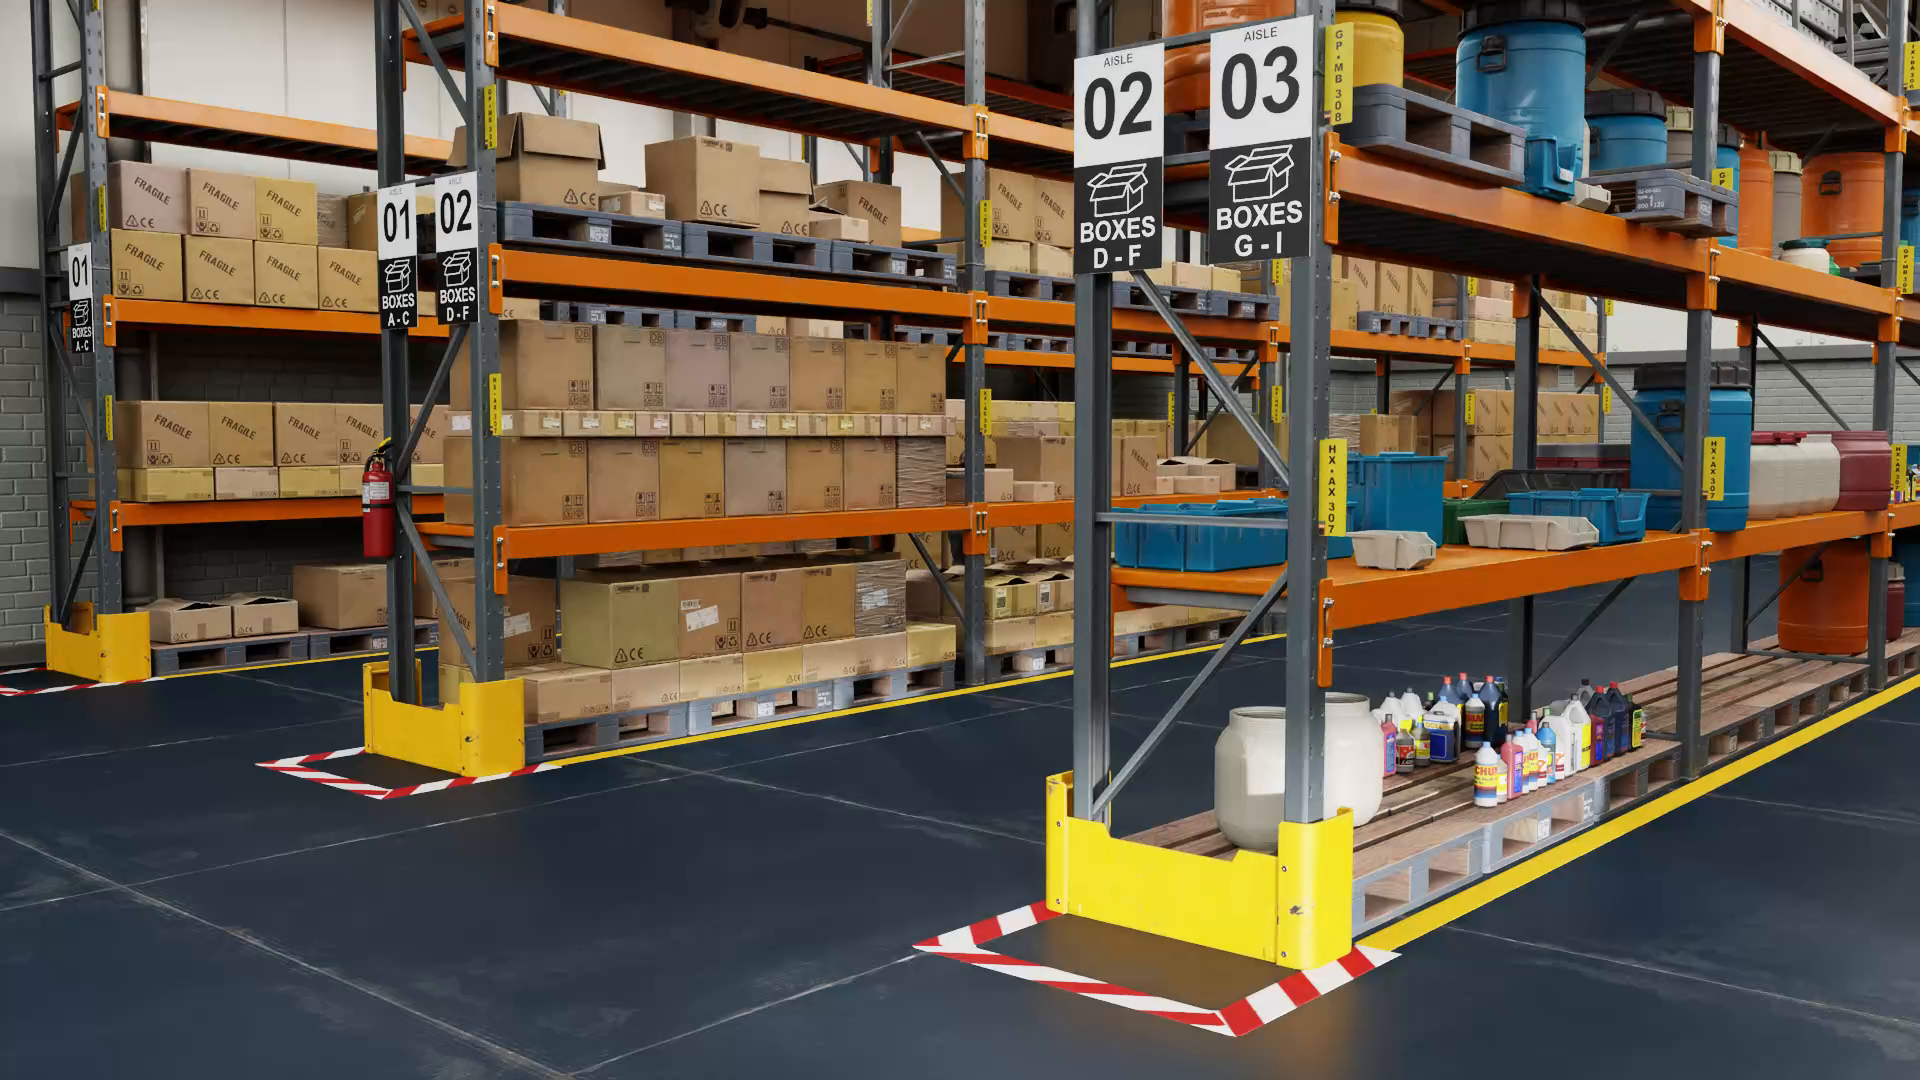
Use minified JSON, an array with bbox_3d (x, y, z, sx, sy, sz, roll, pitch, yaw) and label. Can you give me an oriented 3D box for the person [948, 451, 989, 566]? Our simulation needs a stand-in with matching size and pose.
[{"bbox_3d":[0.075,-0.105,17.169,0.529,1.656,0.347,3,5,39],"label":"person"}]
